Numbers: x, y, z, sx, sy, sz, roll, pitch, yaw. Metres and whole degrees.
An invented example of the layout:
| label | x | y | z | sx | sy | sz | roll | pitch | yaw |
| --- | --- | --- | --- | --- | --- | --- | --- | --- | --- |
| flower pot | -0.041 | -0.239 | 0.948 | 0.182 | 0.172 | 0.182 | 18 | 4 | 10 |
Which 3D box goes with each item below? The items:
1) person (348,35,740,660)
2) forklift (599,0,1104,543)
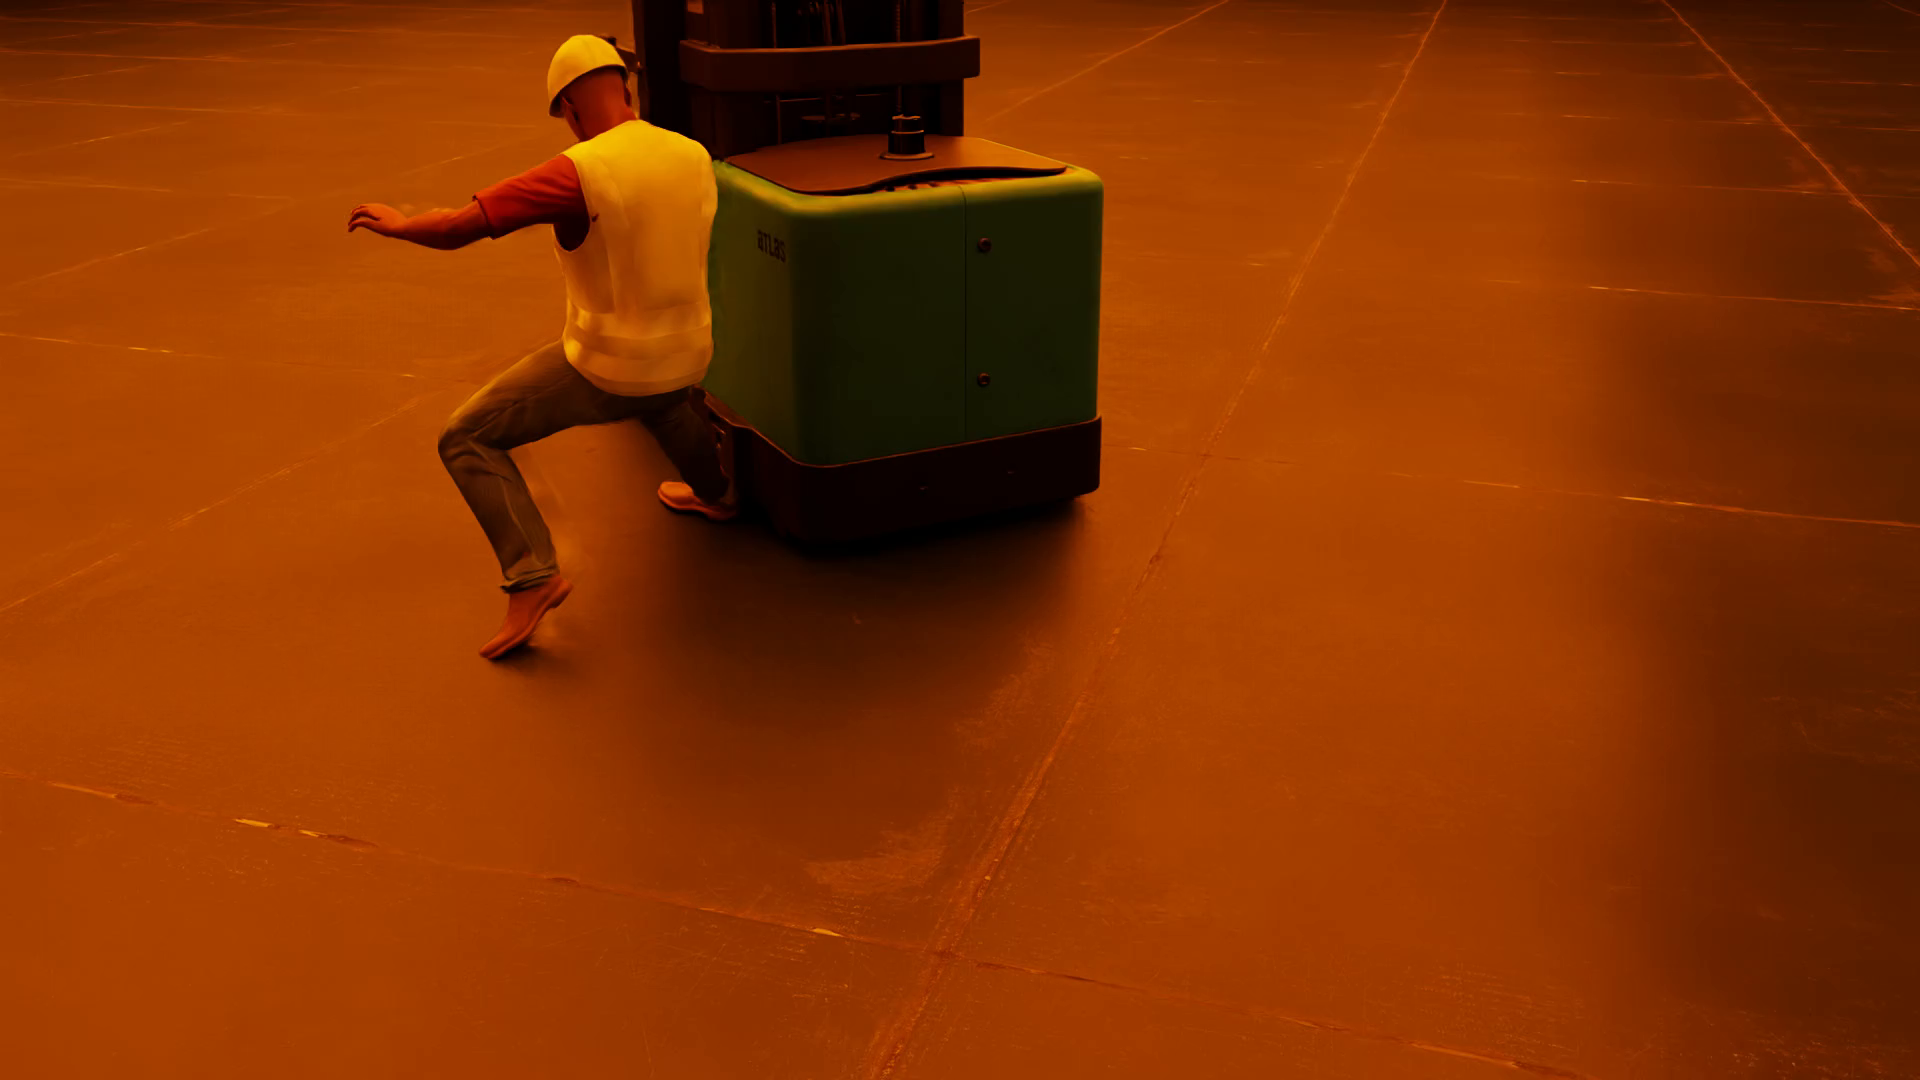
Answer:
| label | x | y | z | sx | sy | sz | roll | pitch | yaw |
| --- | --- | --- | --- | --- | --- | --- | --- | --- | --- |
| person | -1.015 | -0.588 | 4.590 | 0.704 | 1.553 | 1.155 | 18 | 28 | 36 |
| forklift | -0.681 | -1.869 | 5.808 | 1.130 | 2.935 | 3.031 | -11 | 25 | -25 |
